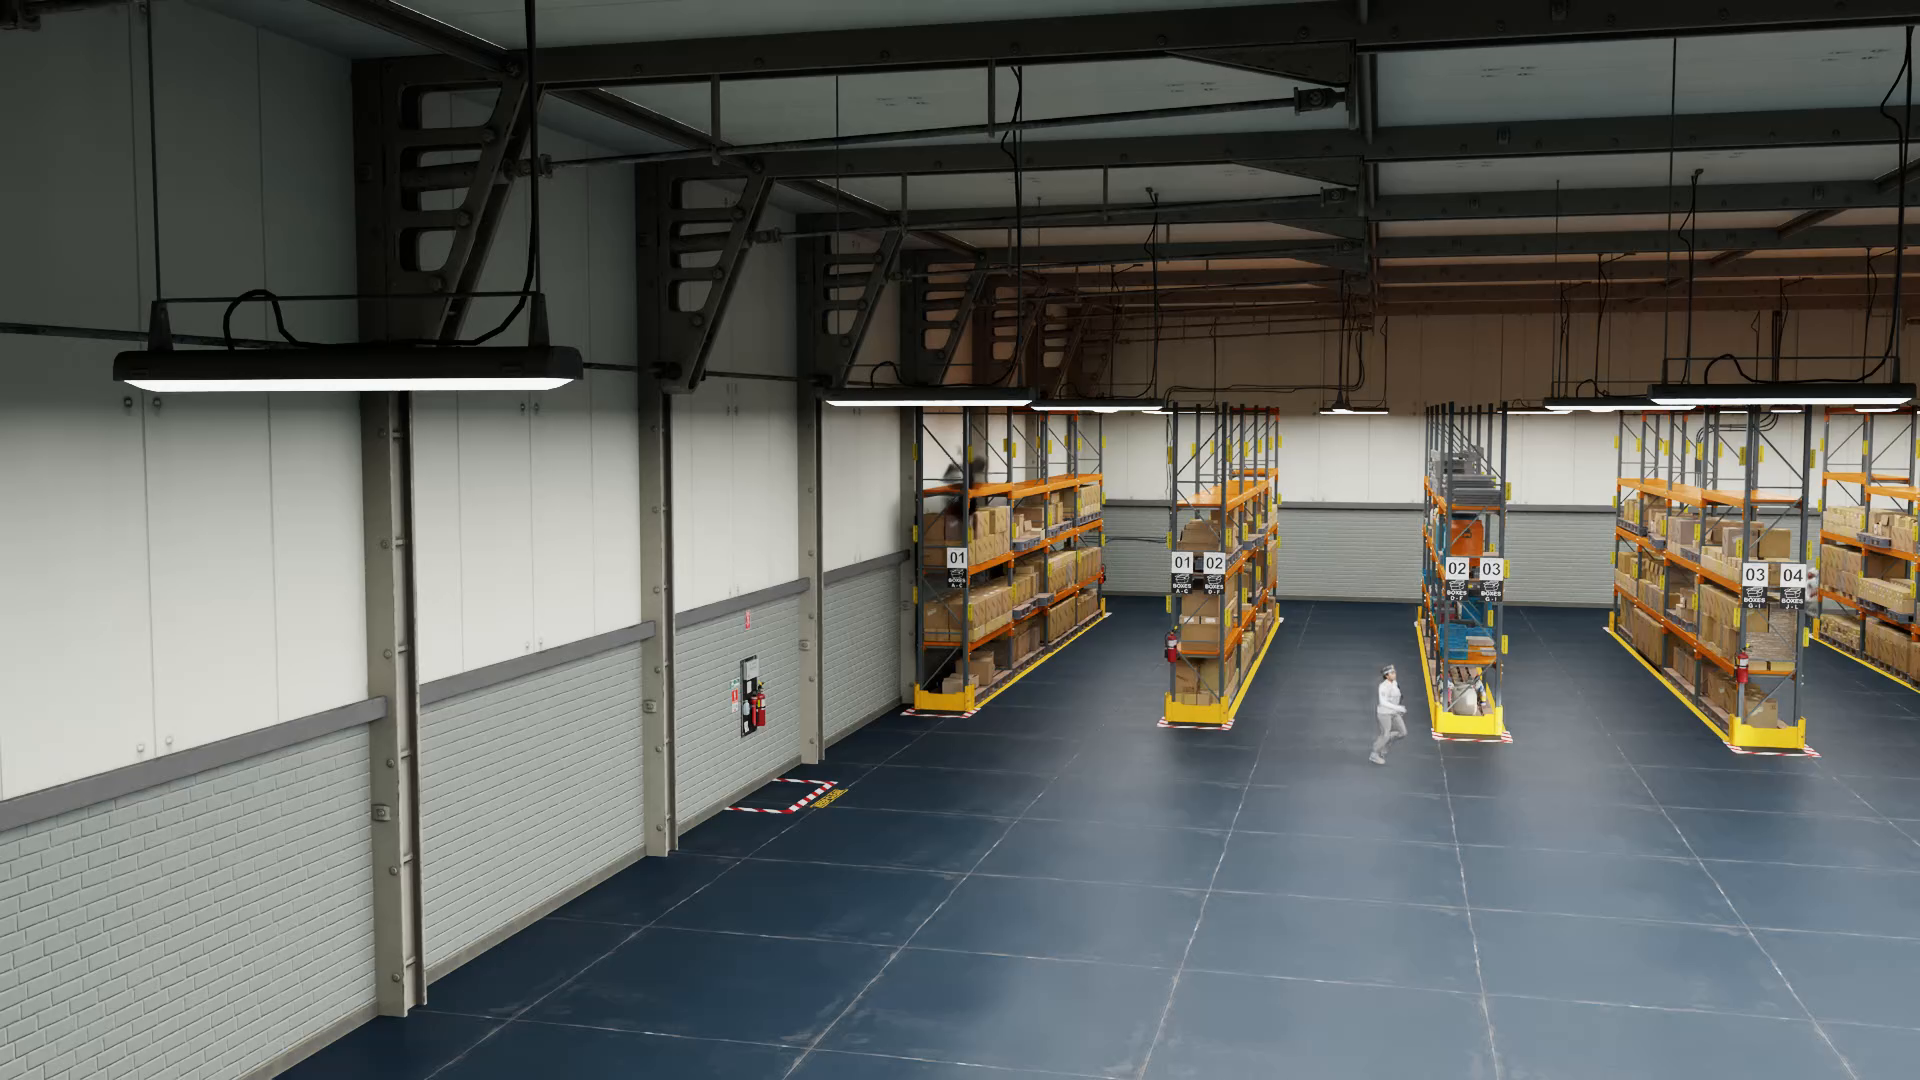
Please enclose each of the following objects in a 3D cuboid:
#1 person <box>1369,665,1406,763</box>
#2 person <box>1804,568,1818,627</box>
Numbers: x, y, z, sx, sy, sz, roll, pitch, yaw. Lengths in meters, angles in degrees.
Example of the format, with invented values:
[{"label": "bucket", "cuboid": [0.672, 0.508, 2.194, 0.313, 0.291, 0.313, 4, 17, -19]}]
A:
[{"label": "person", "cuboid": [7.114, 2.868, 27.467, 0.636, 1.654, 0.672, -4, 6, -44]}, {"label": "person", "cuboid": [22.613, 1.587, 44.492, 0.803, 1.702, 0.756, 3, 5, 31]}]
